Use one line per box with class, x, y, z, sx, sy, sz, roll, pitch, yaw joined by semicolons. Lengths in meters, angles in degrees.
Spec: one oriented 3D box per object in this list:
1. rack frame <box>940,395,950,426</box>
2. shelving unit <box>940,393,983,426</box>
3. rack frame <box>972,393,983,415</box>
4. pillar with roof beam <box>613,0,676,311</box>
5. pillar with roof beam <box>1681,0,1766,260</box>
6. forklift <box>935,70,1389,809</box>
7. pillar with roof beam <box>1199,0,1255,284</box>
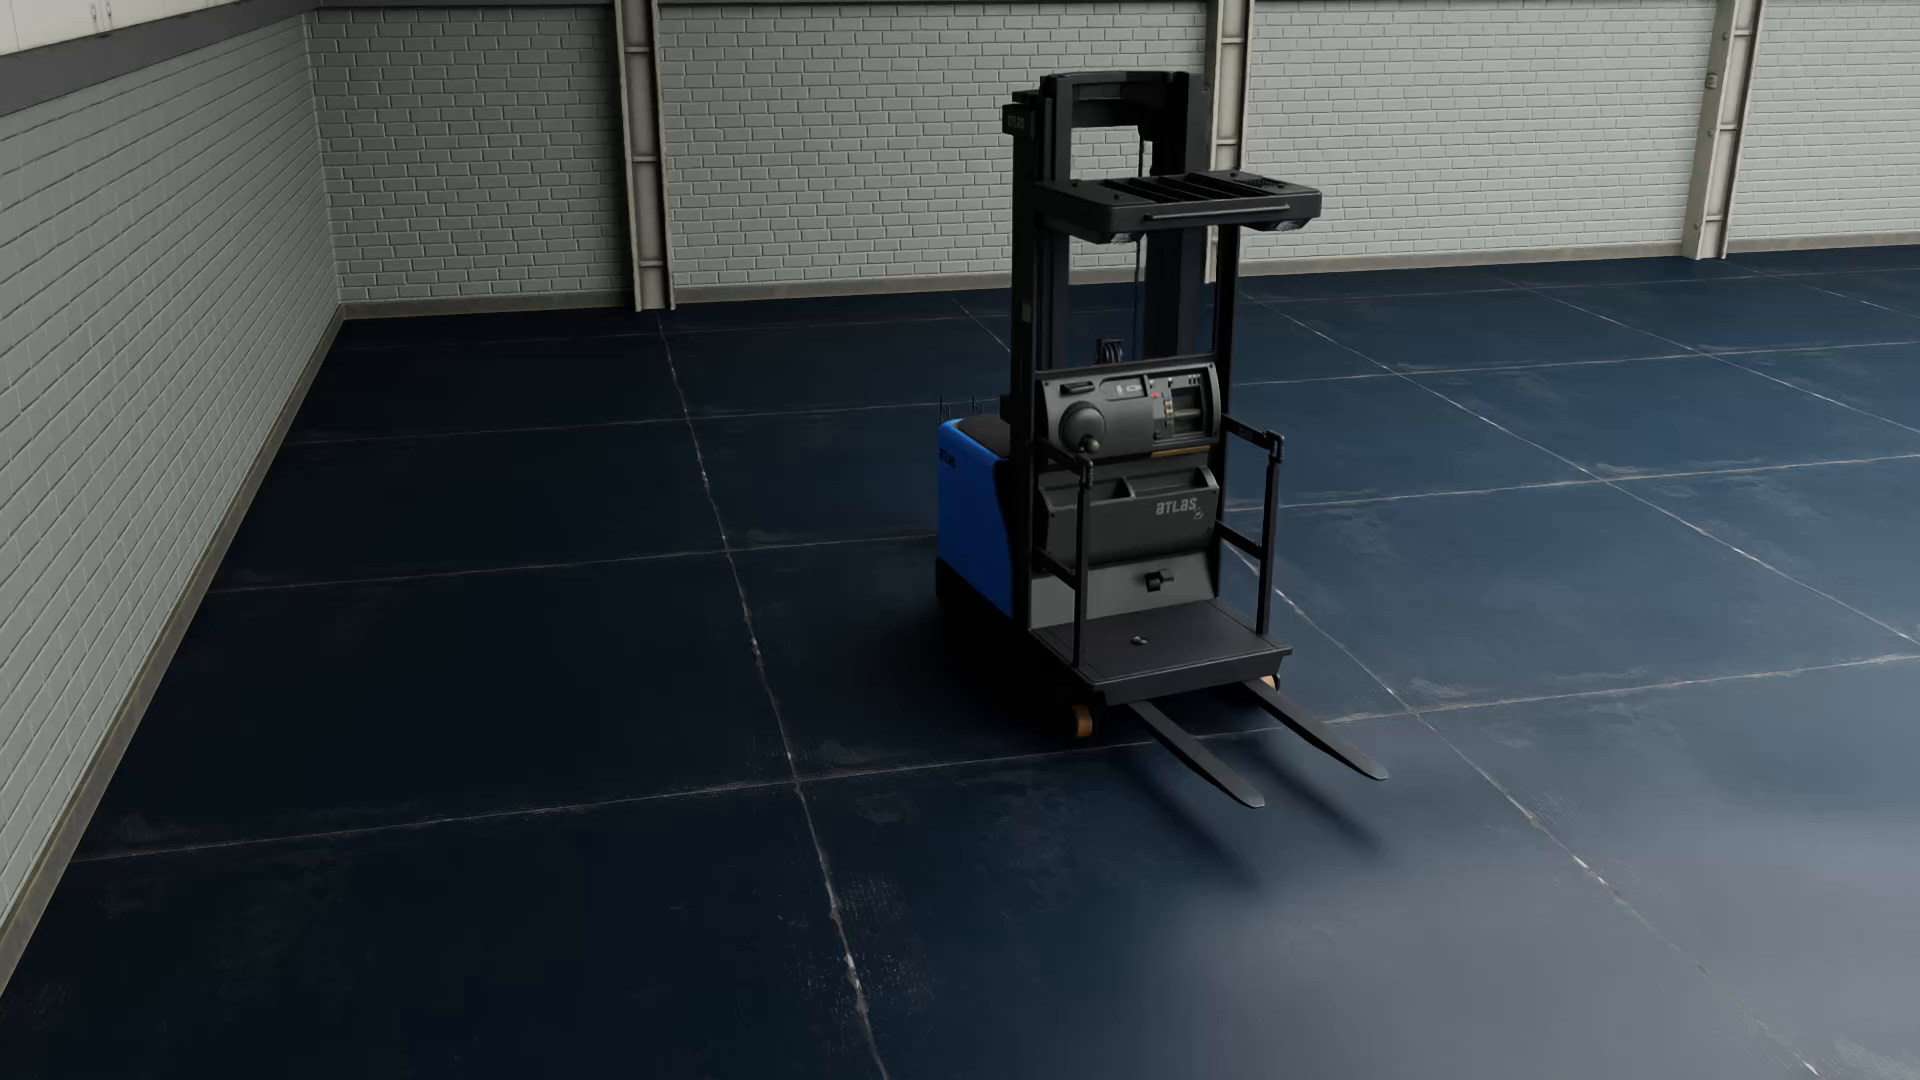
rack frame;-0.091;-0.415;10.140;0.006;0.900;0.240;-5;21;-12
shelving unit;0.008;-0.423;10.162;0.210;0.900;0.258;-5;21;-12
rack frame;0.107;-0.431;10.184;0.006;0.900;0.240;-5;21;-12
pillar with roof beam;-2.076;-5.122;11.213;0.400;9.000;9.100;-5;21;-12
pillar with roof beam;9.602;-6.071;13.806;0.400;9.000;9.100;-5;21;-12
forklift;0.903;-0.609;7.717;1.130;2.935;3.031;-8;22;-21
pillar with roof beam;3.763;-5.596;12.510;0.400;9.000;9.100;-5;21;-12
